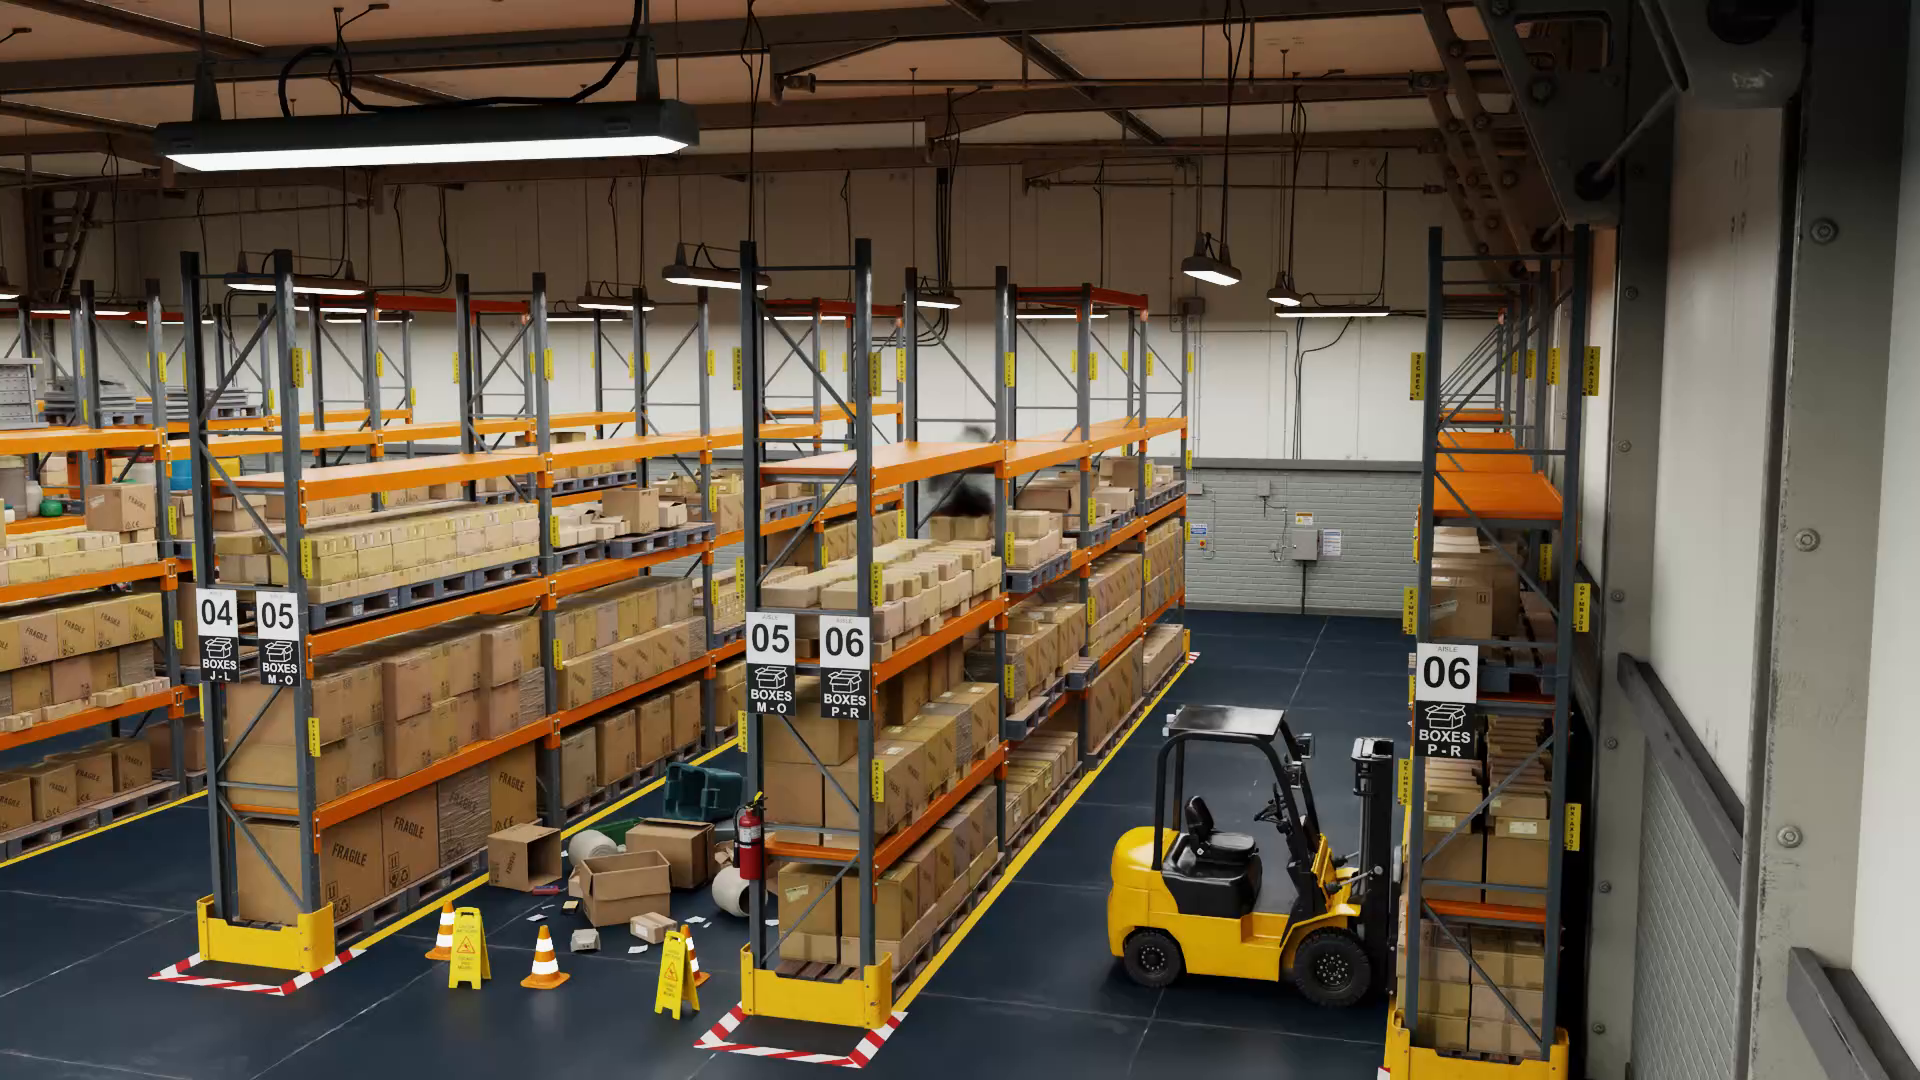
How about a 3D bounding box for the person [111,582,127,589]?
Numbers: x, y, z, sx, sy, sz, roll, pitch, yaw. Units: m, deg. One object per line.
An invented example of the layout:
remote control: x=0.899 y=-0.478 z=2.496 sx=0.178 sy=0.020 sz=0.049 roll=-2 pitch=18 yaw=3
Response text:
person: x=-14.899 y=1.082 z=29.093 sx=0.598 sy=1.741 sz=0.777 roll=1 pitch=7 yaw=12
